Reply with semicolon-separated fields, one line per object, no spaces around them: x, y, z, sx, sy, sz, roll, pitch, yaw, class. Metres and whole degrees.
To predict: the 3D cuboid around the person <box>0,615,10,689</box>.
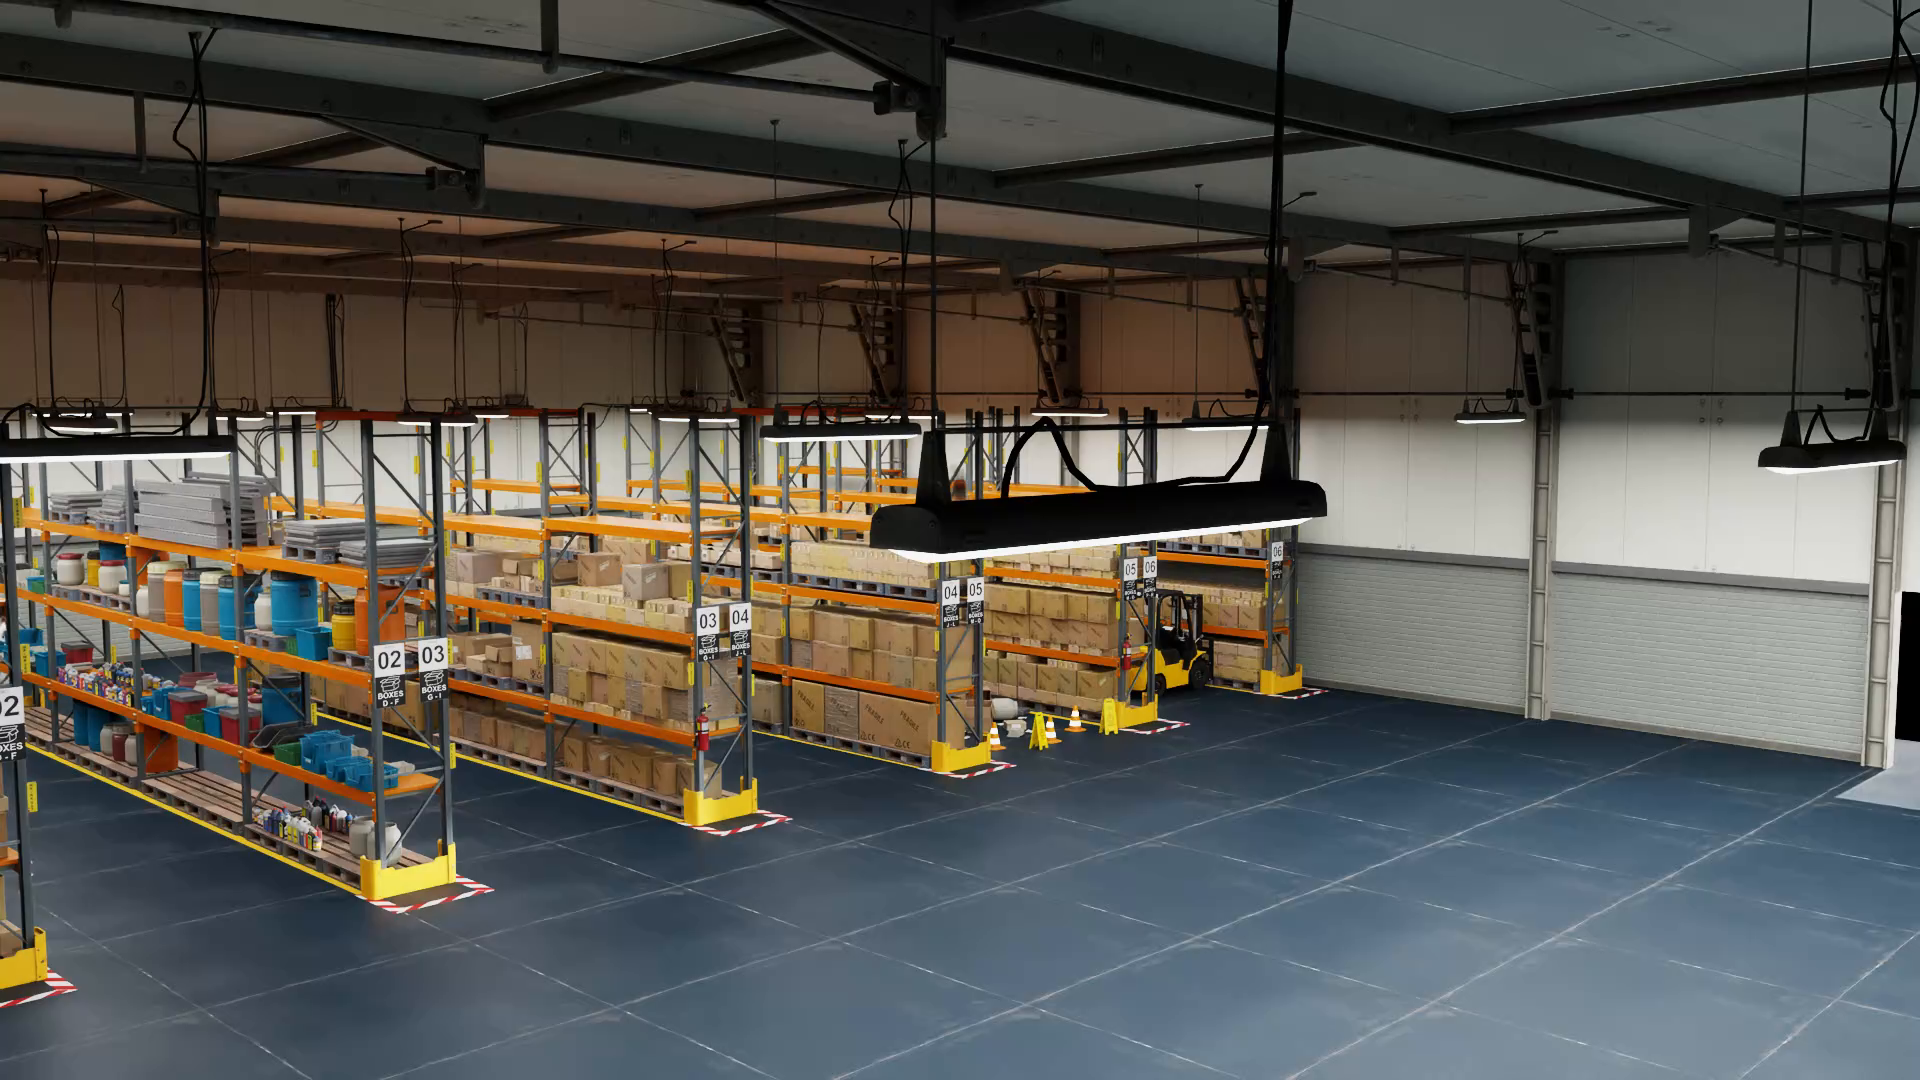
-19.853;2.380;34.769;0.753;1.784;0.679;-4;6;-36;person

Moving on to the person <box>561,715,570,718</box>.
-7.923;2.571;32.648;0.845;1.774;0.655;5;7;43;person
